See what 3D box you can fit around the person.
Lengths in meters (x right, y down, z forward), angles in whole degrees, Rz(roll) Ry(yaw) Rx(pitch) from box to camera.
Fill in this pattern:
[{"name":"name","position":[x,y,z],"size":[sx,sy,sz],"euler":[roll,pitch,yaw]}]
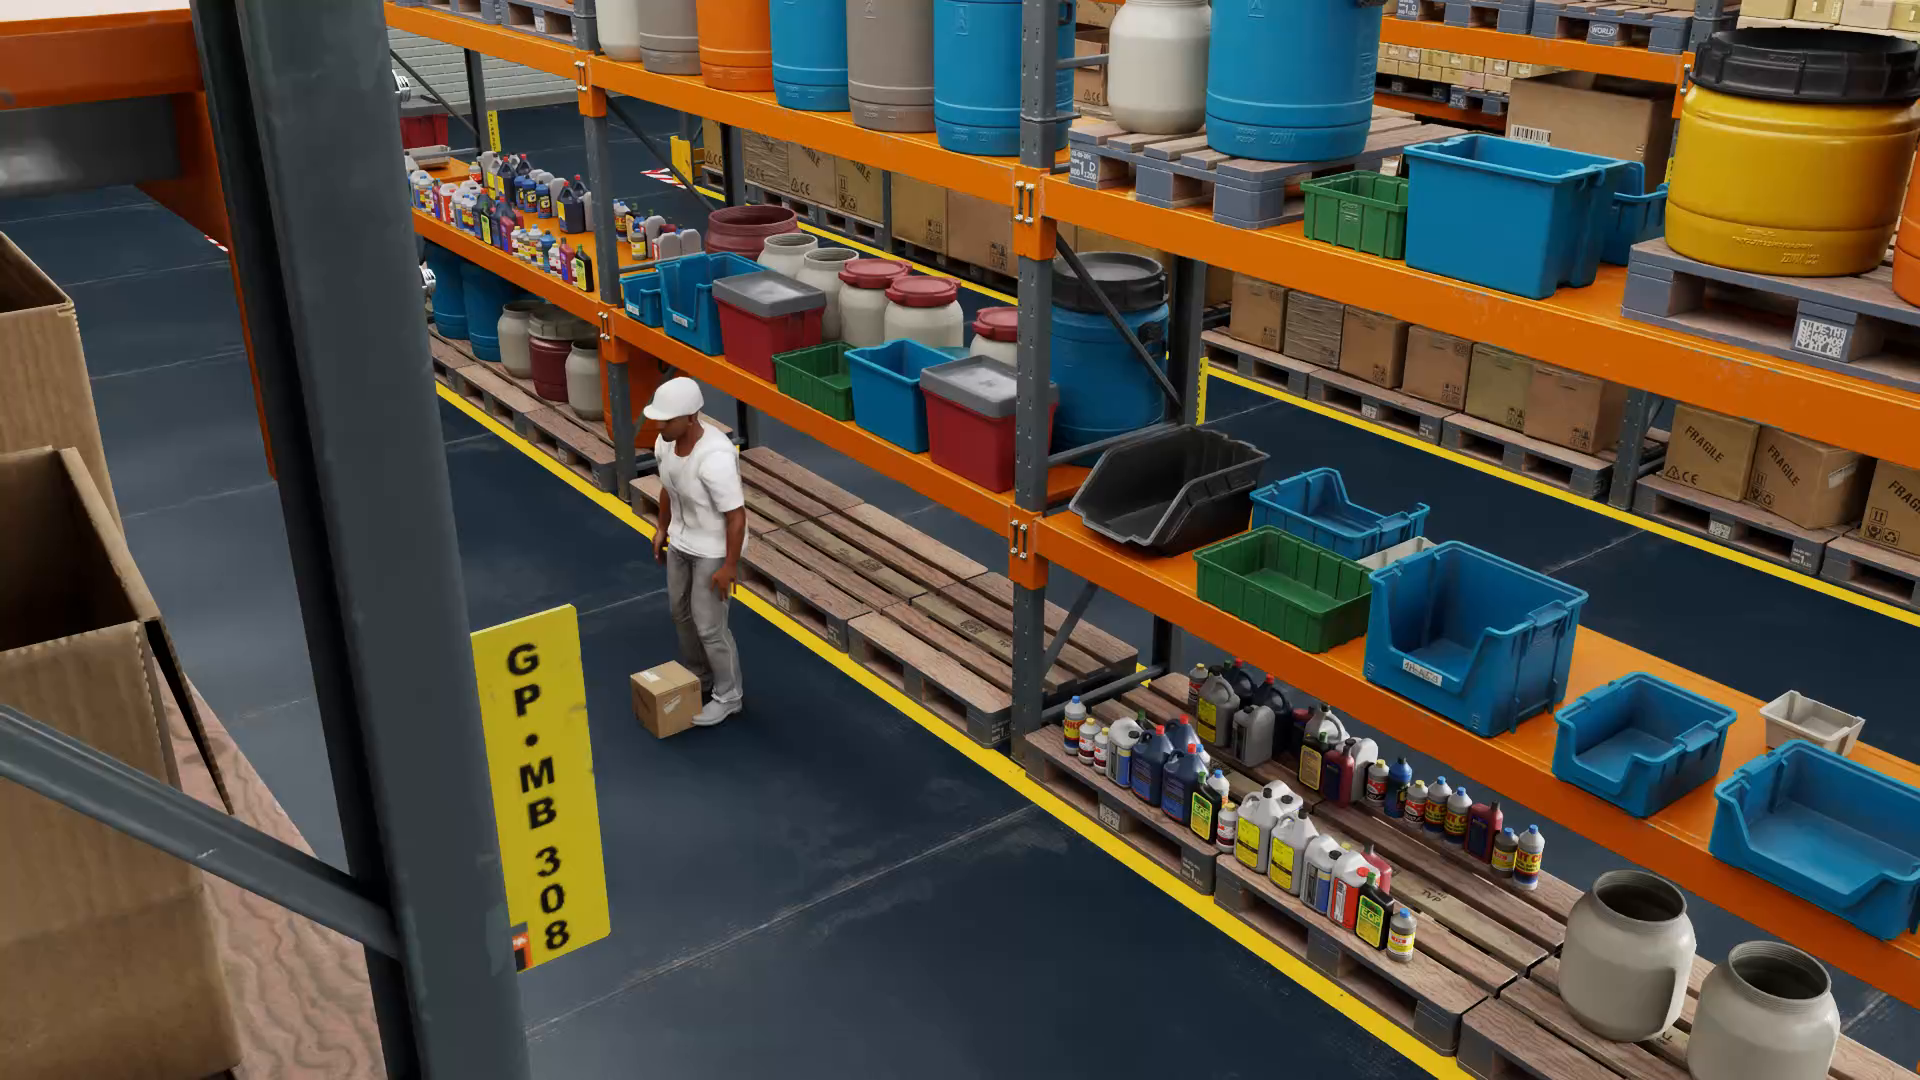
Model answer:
[{"name":"person","position":[-1.263,0.043,7.994],"size":[0.455,1.757,0.635],"euler":[-20,31,-37]}]
